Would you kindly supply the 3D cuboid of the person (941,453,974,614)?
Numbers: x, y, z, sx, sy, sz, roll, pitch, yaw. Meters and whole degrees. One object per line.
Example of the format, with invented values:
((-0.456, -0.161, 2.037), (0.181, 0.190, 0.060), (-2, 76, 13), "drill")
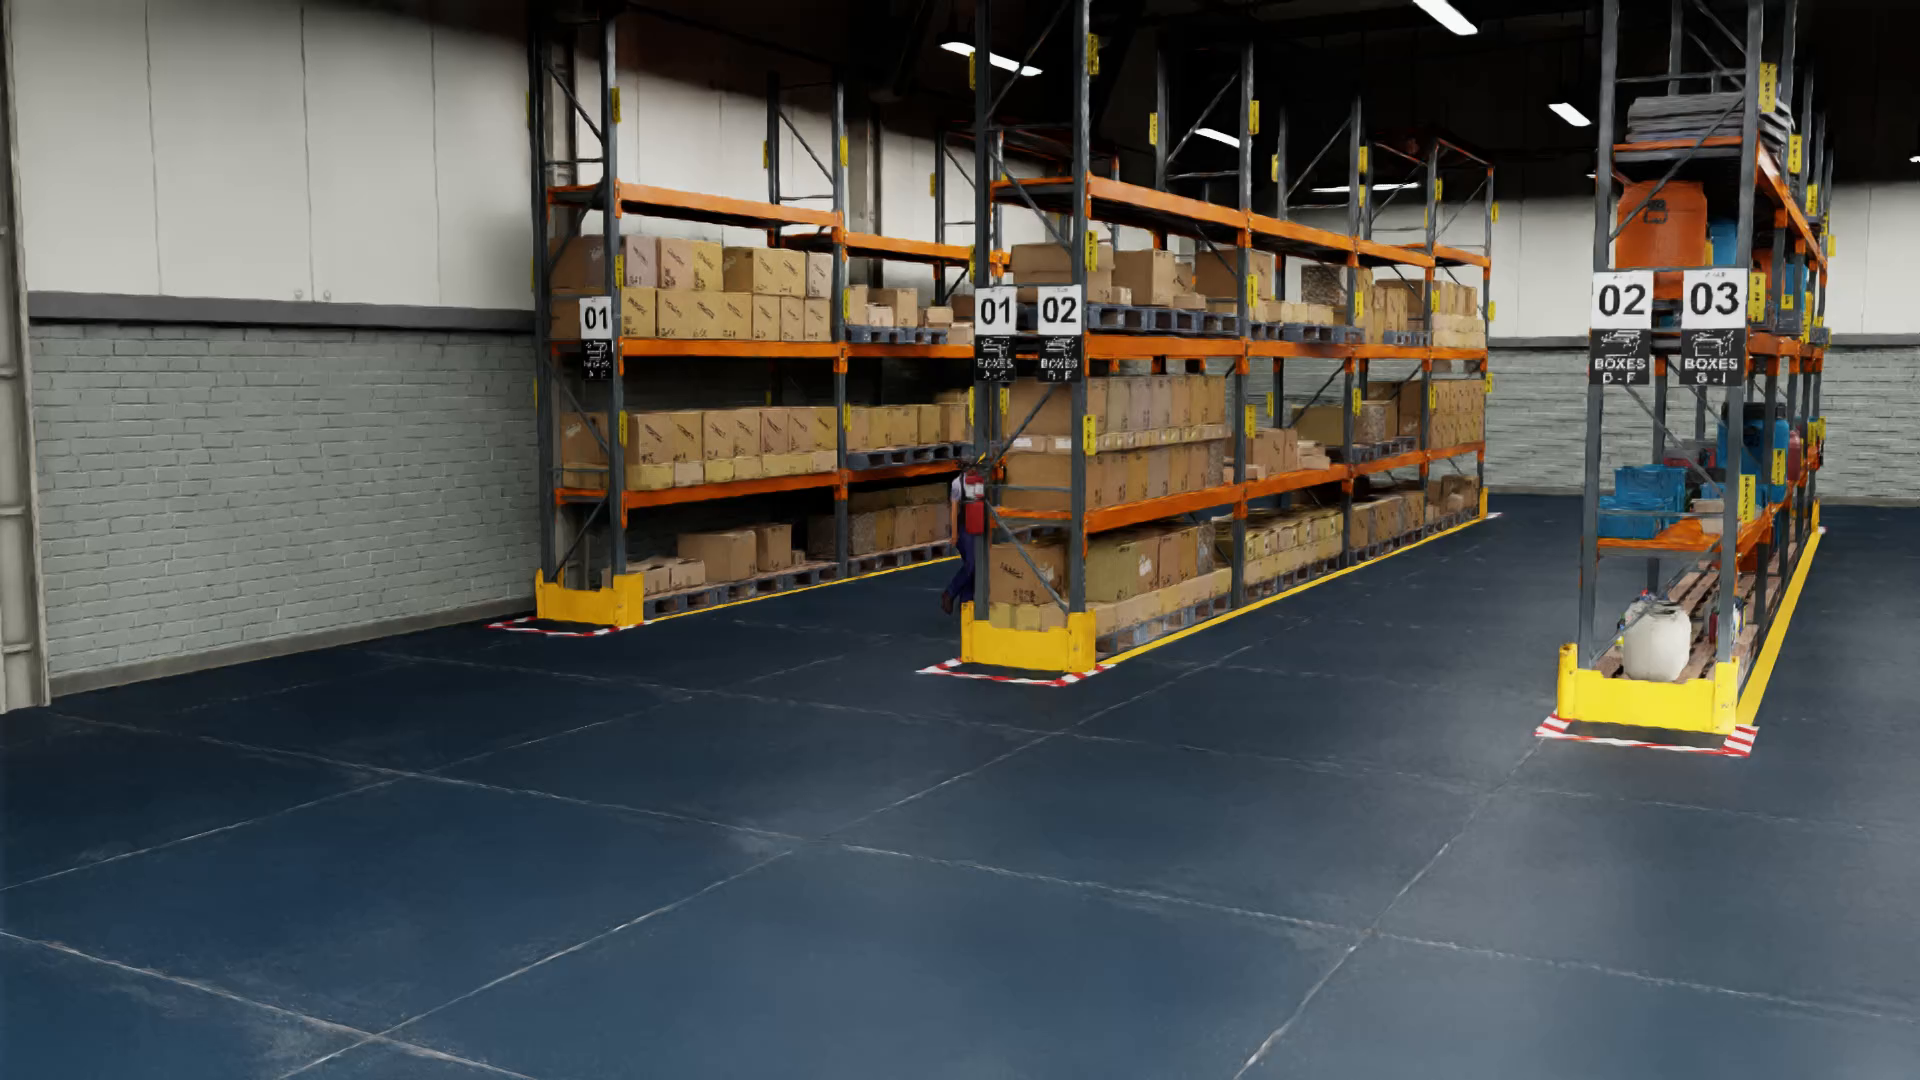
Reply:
((0.081, -0.053, 16.890), (0.441, 1.652, 0.636), (2, 7, 22), "person")
